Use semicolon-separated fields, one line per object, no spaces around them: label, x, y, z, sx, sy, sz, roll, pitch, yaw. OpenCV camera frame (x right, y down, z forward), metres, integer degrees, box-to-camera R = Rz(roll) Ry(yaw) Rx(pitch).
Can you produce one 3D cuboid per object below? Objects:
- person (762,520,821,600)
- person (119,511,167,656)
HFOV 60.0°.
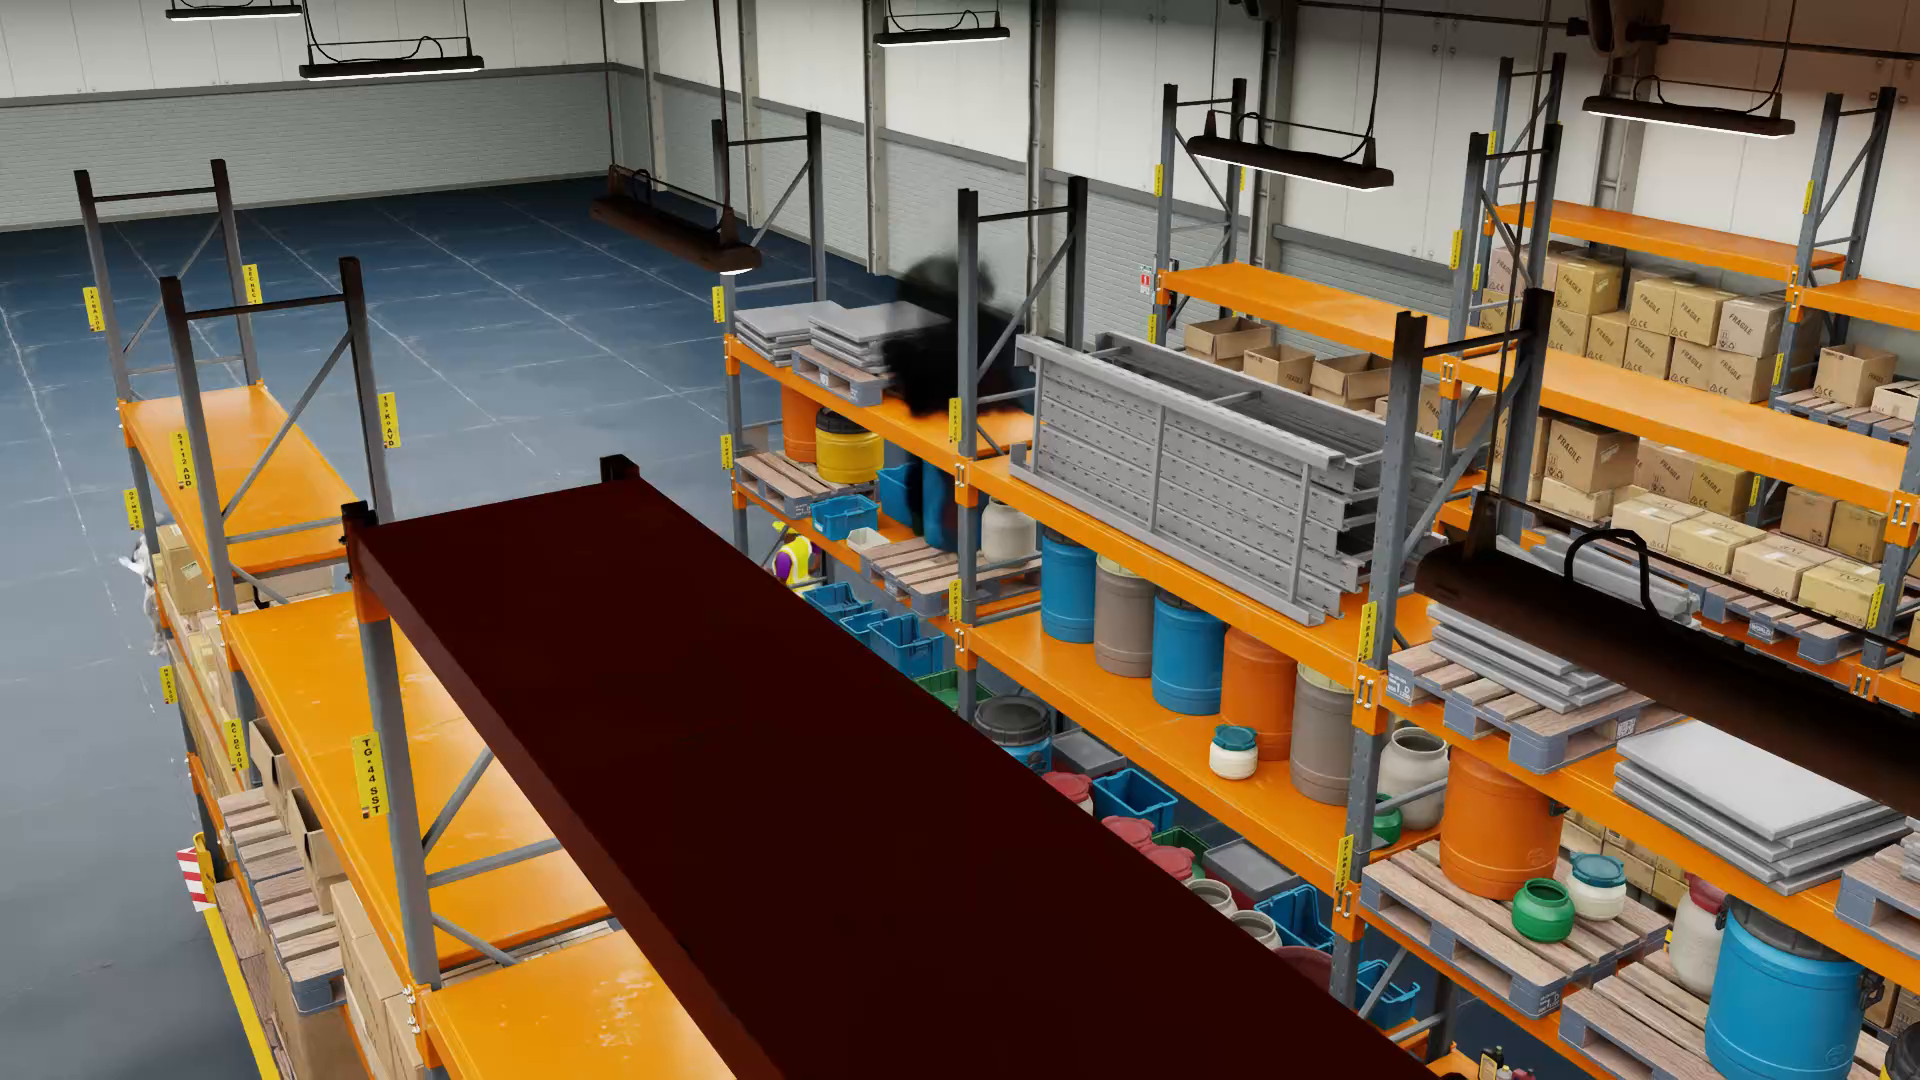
person;-1.724;0.583;17.565;0.748;1.800;0.692;5;23;13
person;-8.621;0.487;17.930;0.702;1.754;0.595;-2;22;-5
